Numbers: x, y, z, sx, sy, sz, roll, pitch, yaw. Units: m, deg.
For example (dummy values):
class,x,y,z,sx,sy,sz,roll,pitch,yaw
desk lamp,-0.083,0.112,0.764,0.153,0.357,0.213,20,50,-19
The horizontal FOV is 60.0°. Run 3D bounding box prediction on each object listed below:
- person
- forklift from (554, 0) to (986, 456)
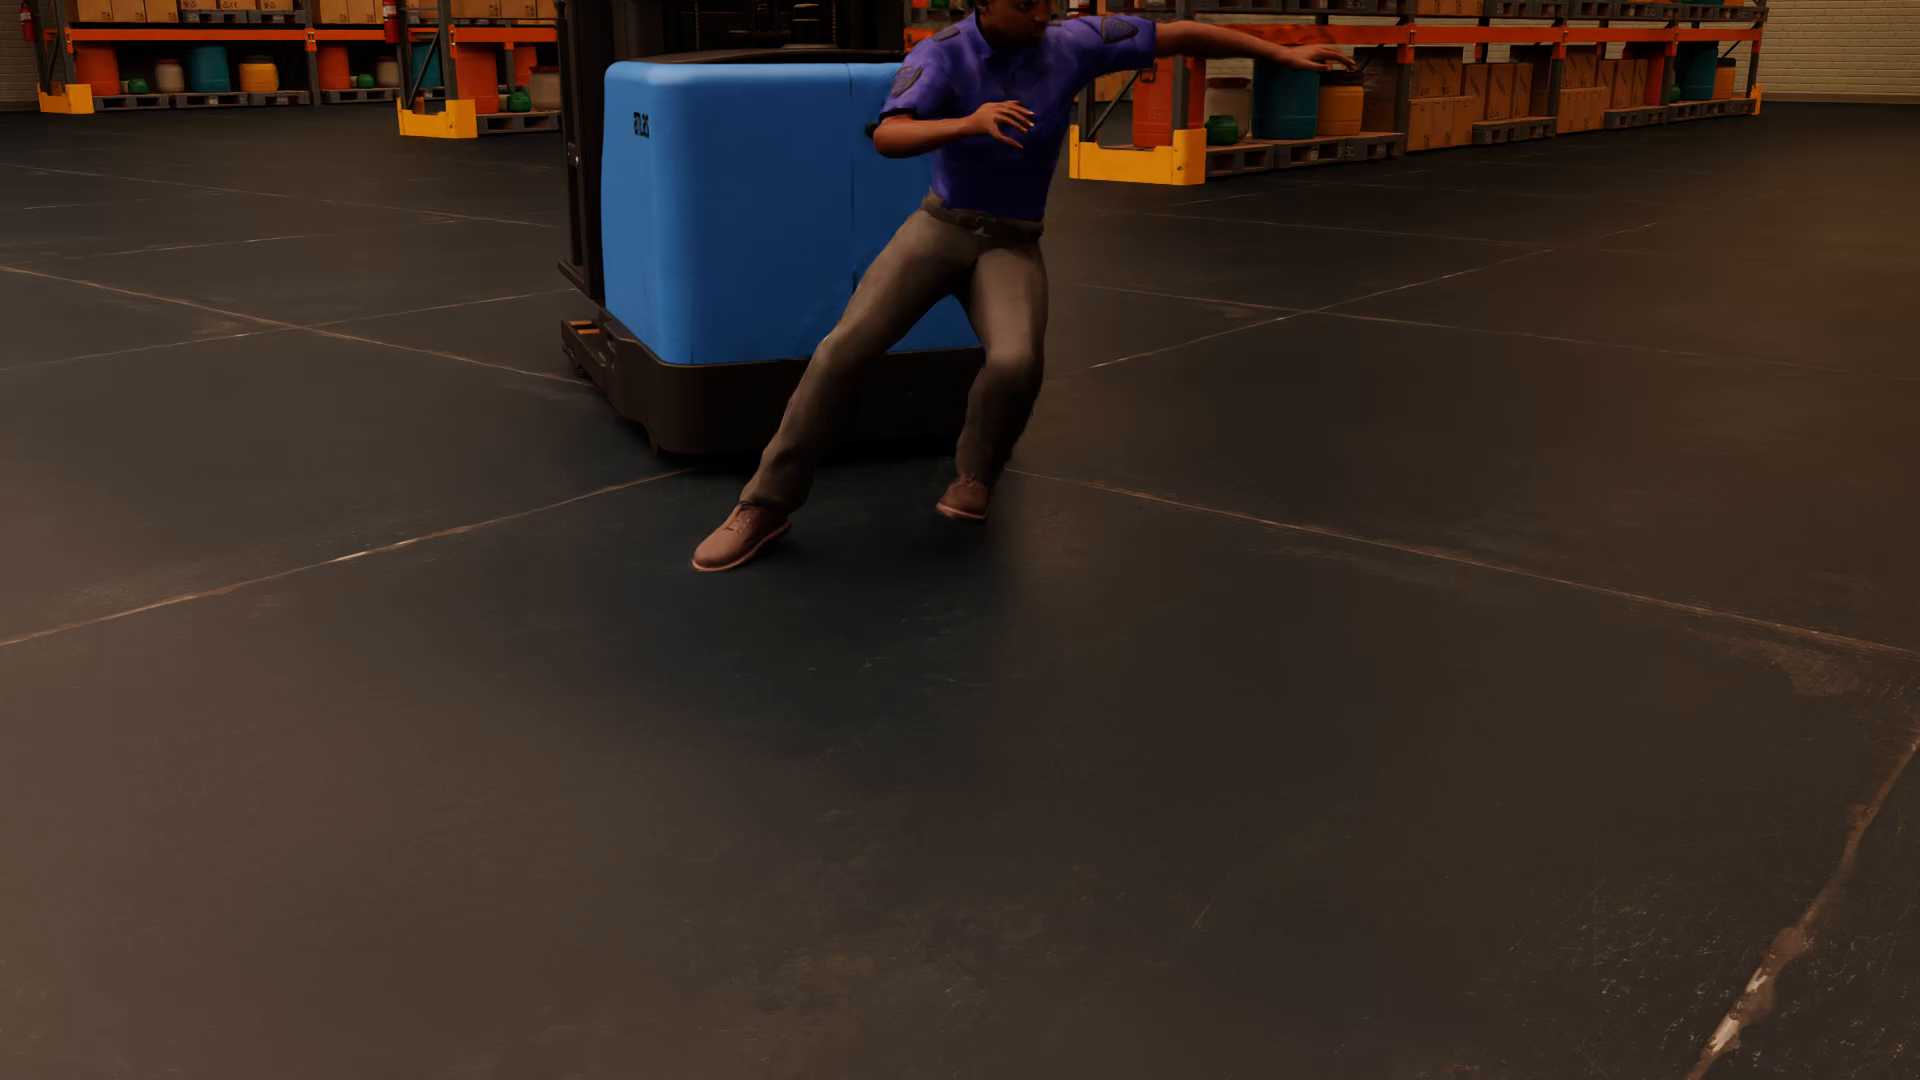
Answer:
class,x,y,z,sx,sy,sz,roll,pitch,yaw
person,0.123,-0.656,3.763,1.518,1.378,0.756,-4,17,-14
forklift,-0.808,-2.018,5.543,1.130,2.935,3.031,-6,18,-20
